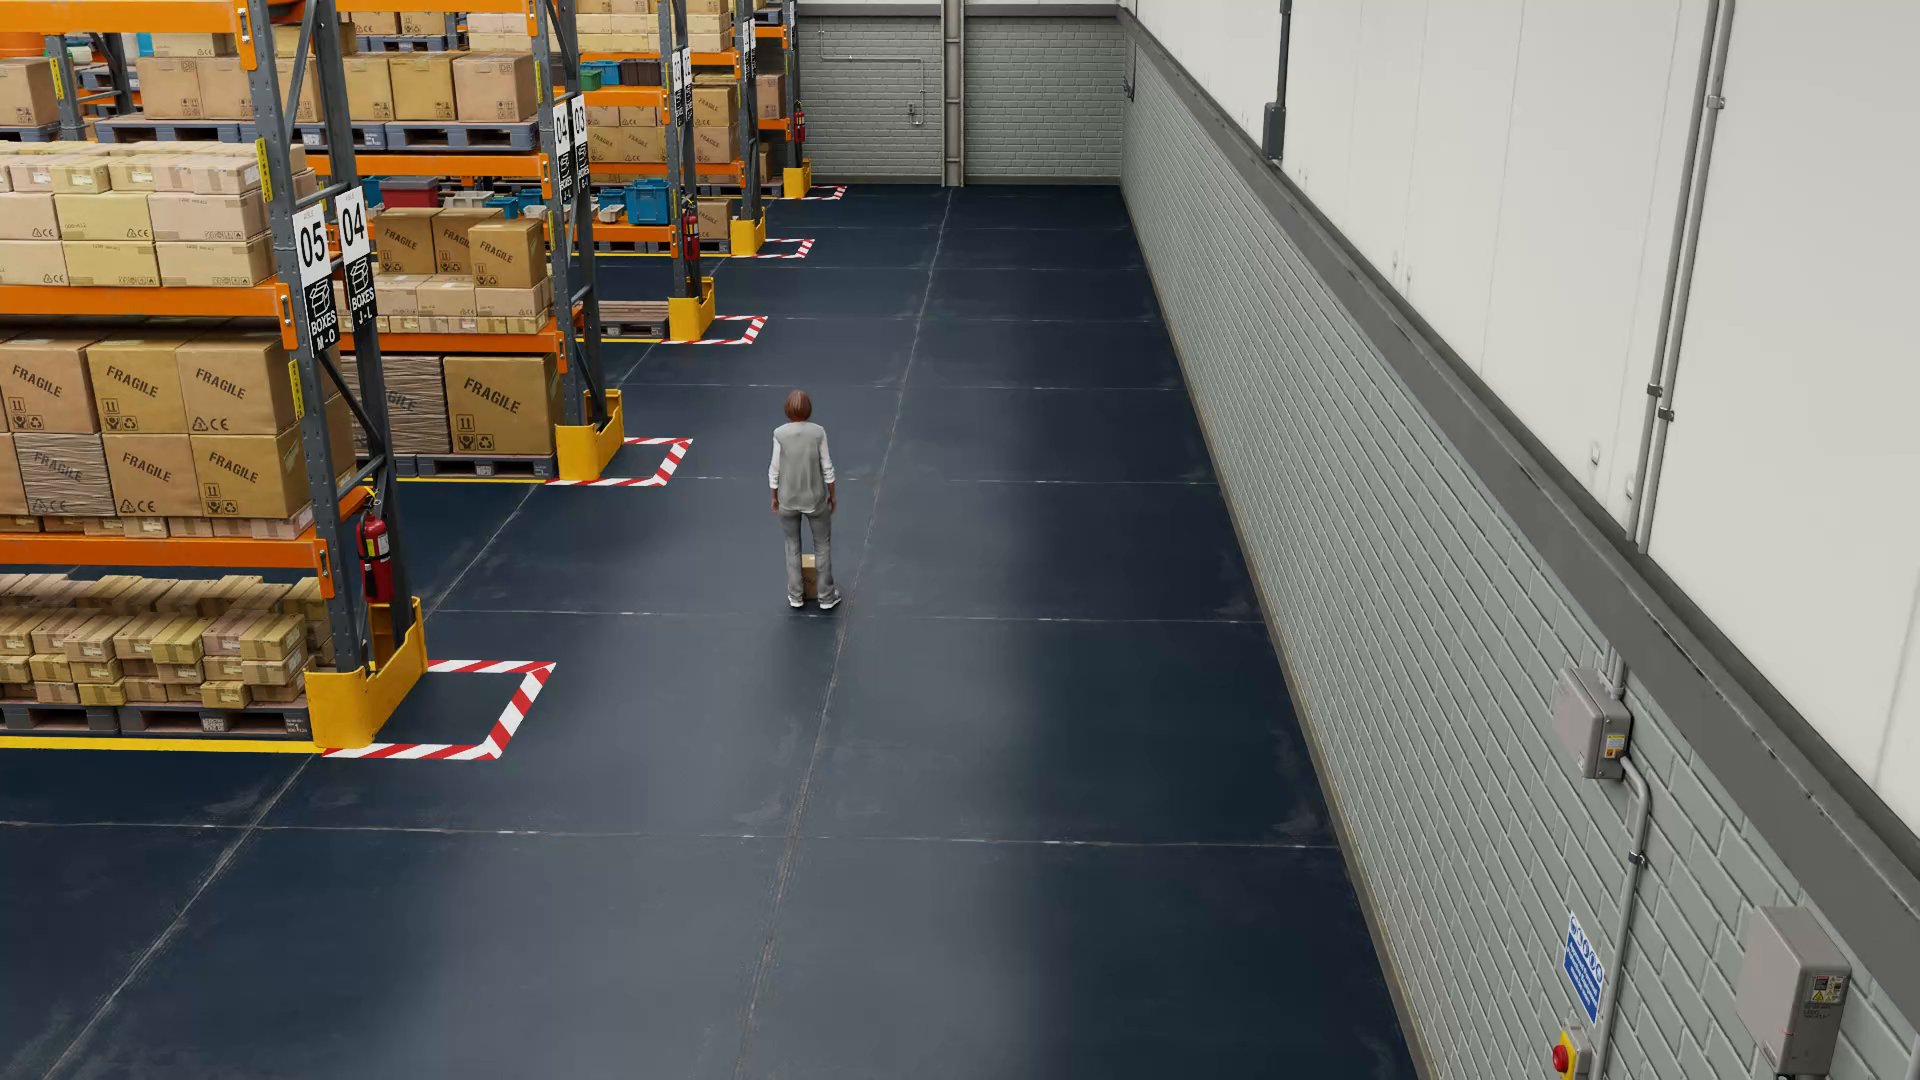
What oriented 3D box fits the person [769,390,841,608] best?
[{"bbox_3d":[-1.108,-0.275,11.811,0.472,1.593,0.366,0,21,1],"label":"person"}]
